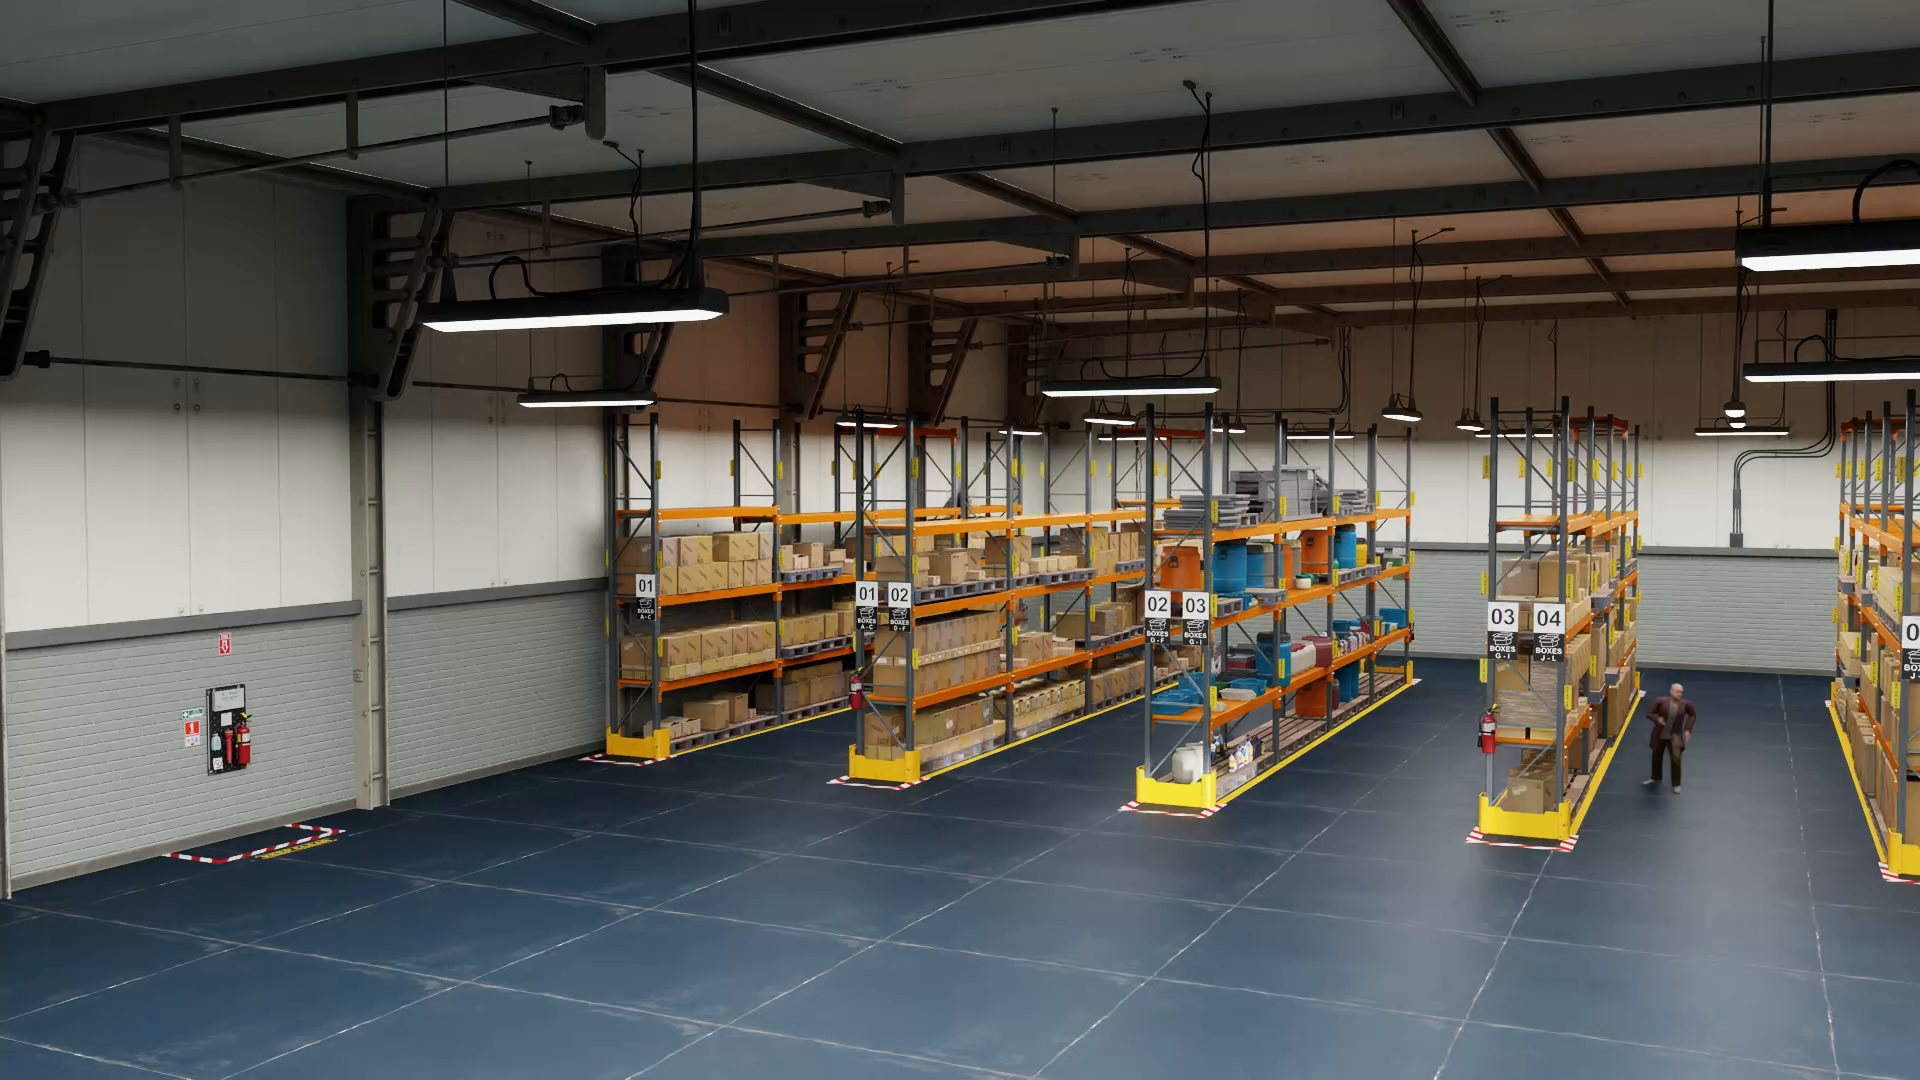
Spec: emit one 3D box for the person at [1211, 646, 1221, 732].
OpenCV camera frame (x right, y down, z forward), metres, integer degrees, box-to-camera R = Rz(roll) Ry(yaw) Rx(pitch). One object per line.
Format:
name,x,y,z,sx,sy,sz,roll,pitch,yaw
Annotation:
person,4.938,2.842,32.014,0.846,1.635,0.623,-2,3,-36

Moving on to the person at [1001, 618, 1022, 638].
person,1.201,2.589,38.662,0.557,1.604,0.671,1,2,12

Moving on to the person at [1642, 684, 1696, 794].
person,11.053,3.072,25.963,0.766,1.704,0.891,1,3,30
